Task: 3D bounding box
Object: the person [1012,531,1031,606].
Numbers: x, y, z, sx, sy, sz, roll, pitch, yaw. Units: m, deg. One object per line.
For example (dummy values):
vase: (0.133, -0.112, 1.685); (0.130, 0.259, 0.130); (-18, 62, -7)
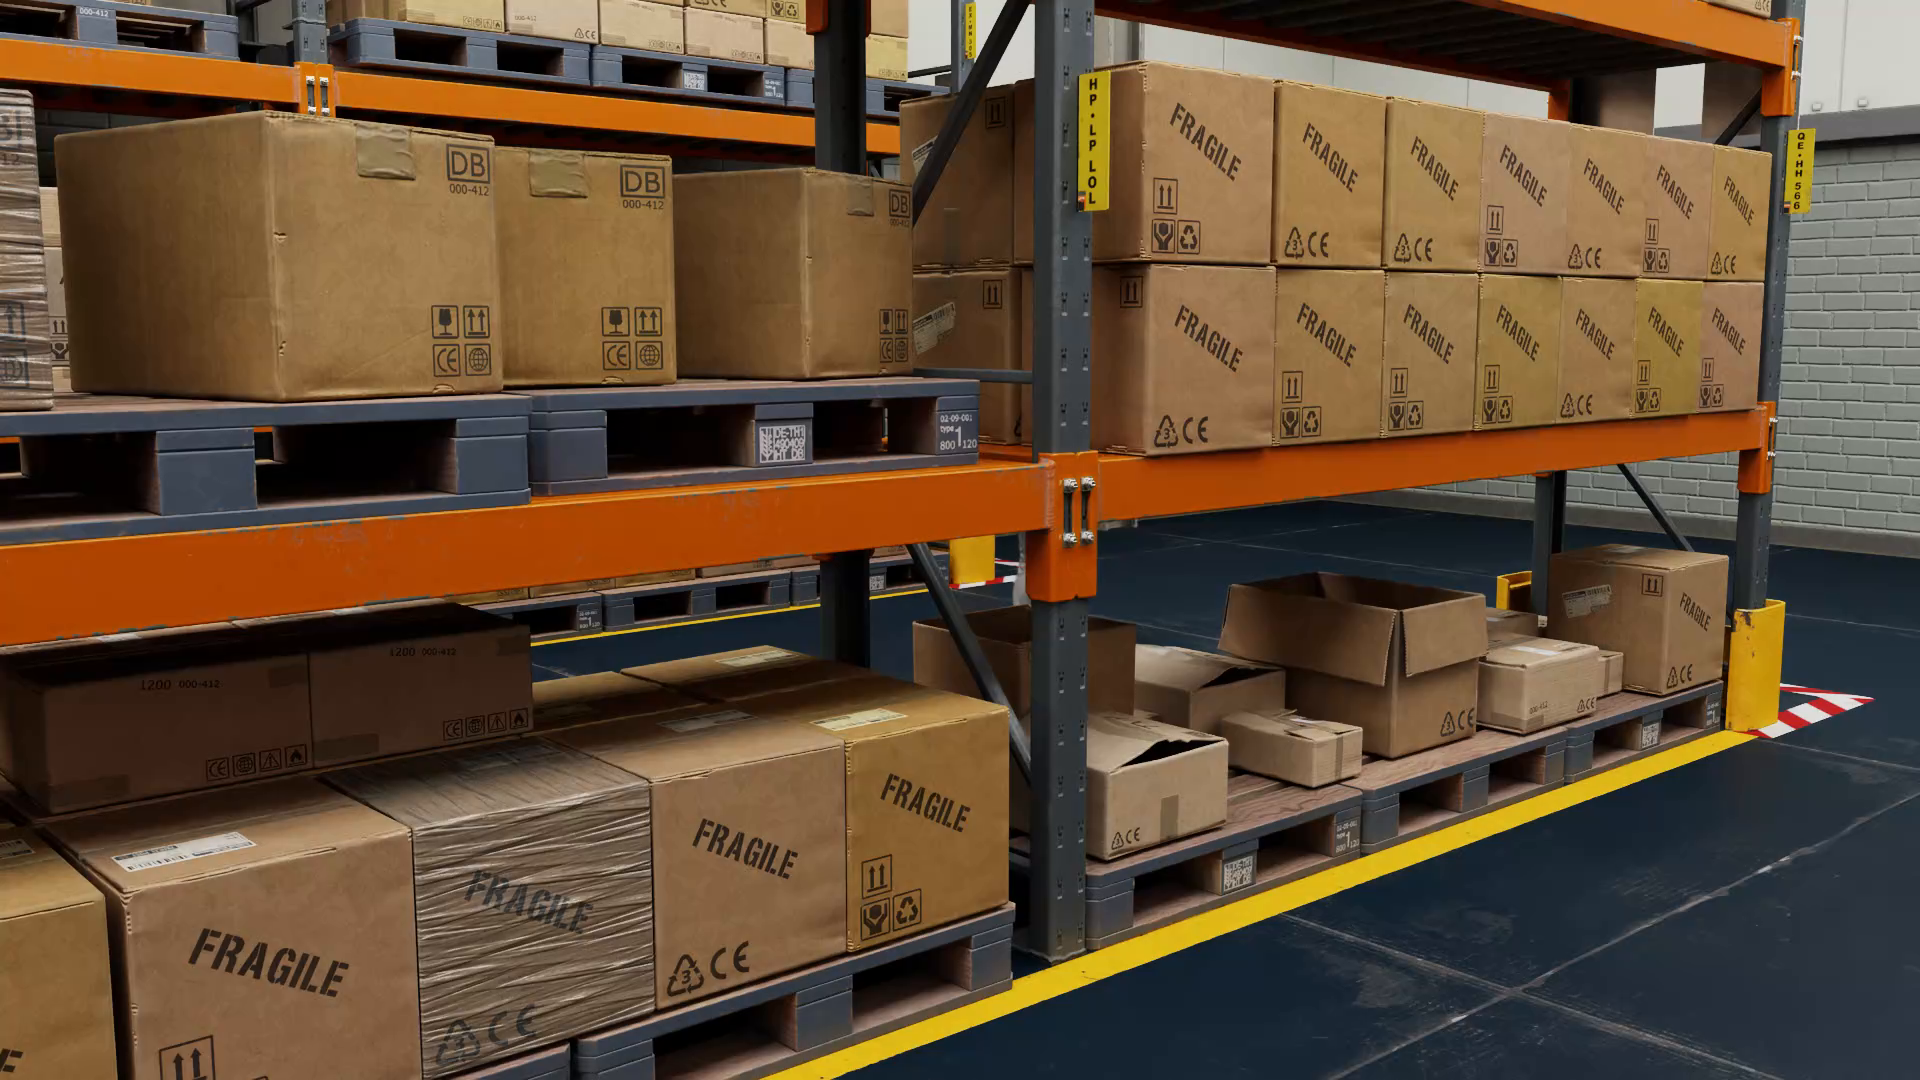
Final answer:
person: (0.483, -0.267, 8.231); (0.535, 1.691, 0.453); (-7, 10, -41)
